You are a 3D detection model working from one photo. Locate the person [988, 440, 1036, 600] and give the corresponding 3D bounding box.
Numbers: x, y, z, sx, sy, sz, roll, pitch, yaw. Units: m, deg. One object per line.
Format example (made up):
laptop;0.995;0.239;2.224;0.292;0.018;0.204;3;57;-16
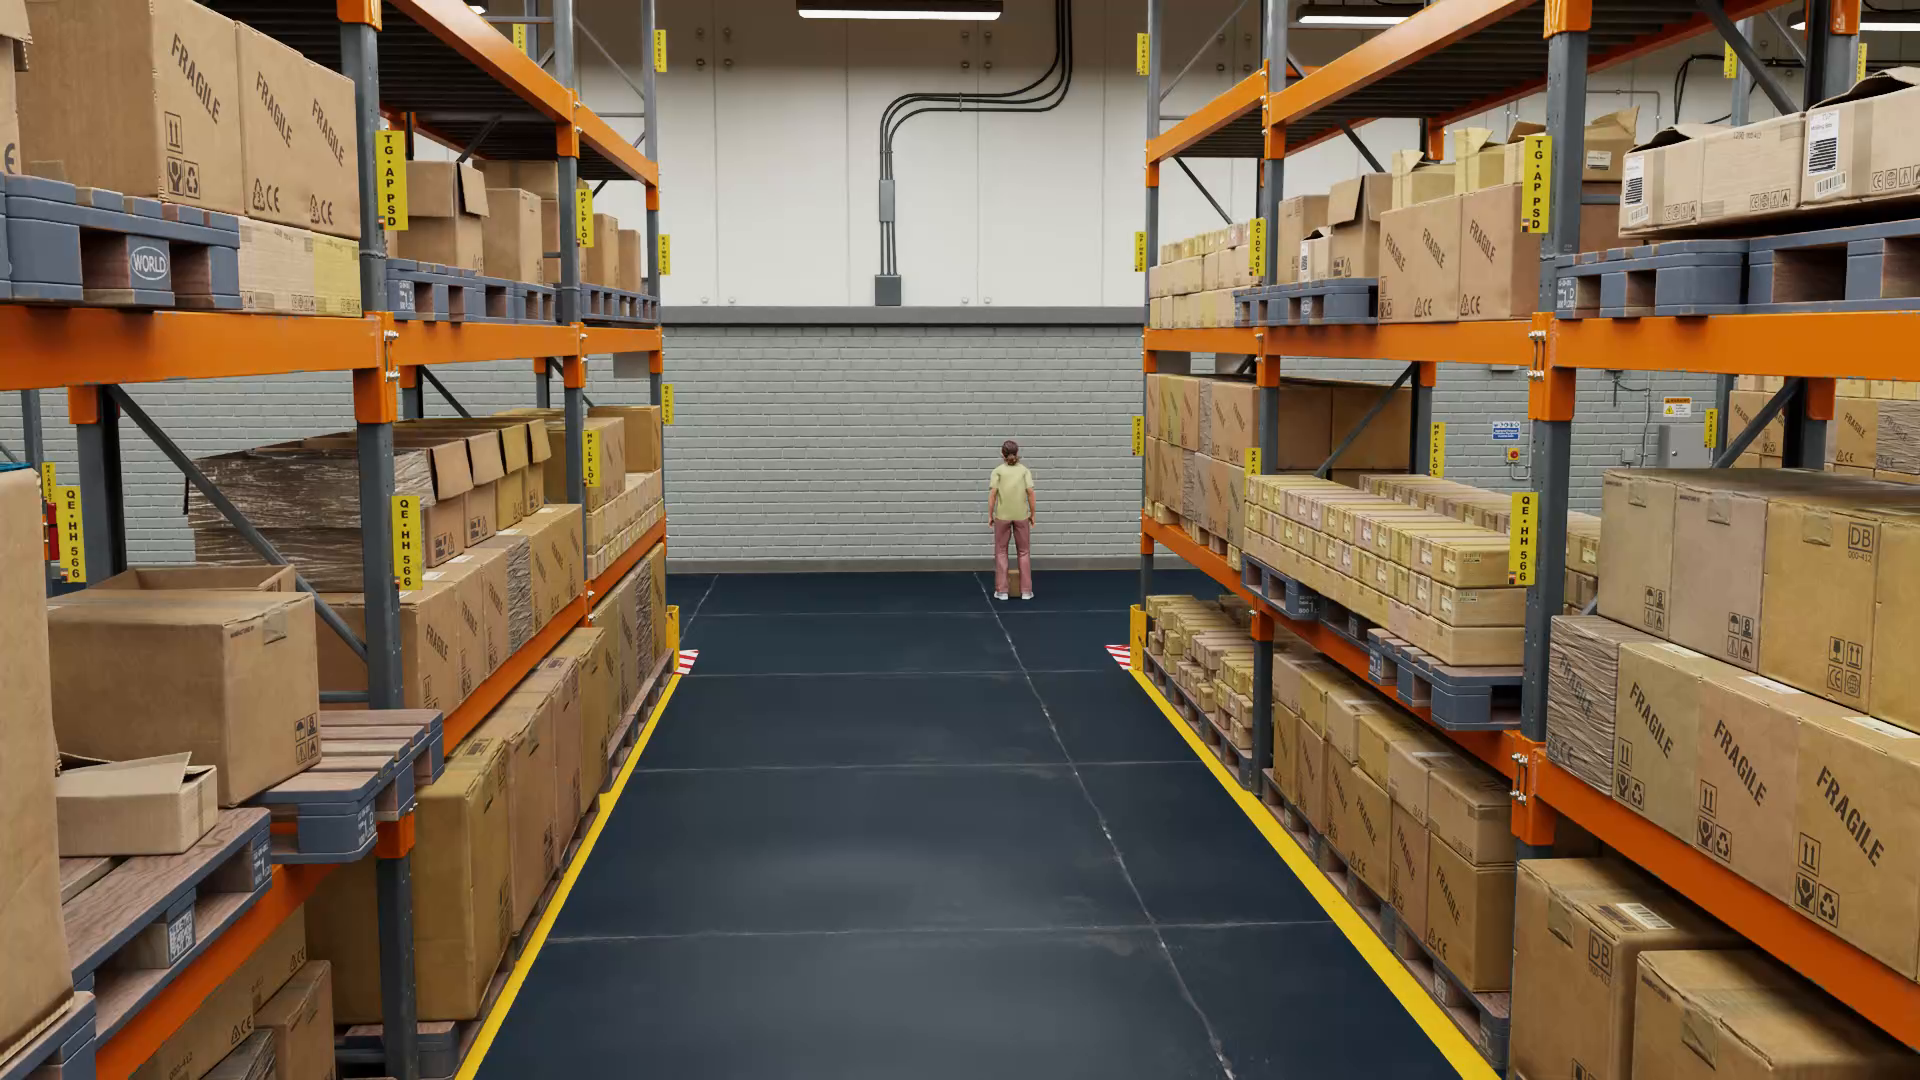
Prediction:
person;0.543;-0.211;17.490;0.499;1.673;0.354;0;7;-4
